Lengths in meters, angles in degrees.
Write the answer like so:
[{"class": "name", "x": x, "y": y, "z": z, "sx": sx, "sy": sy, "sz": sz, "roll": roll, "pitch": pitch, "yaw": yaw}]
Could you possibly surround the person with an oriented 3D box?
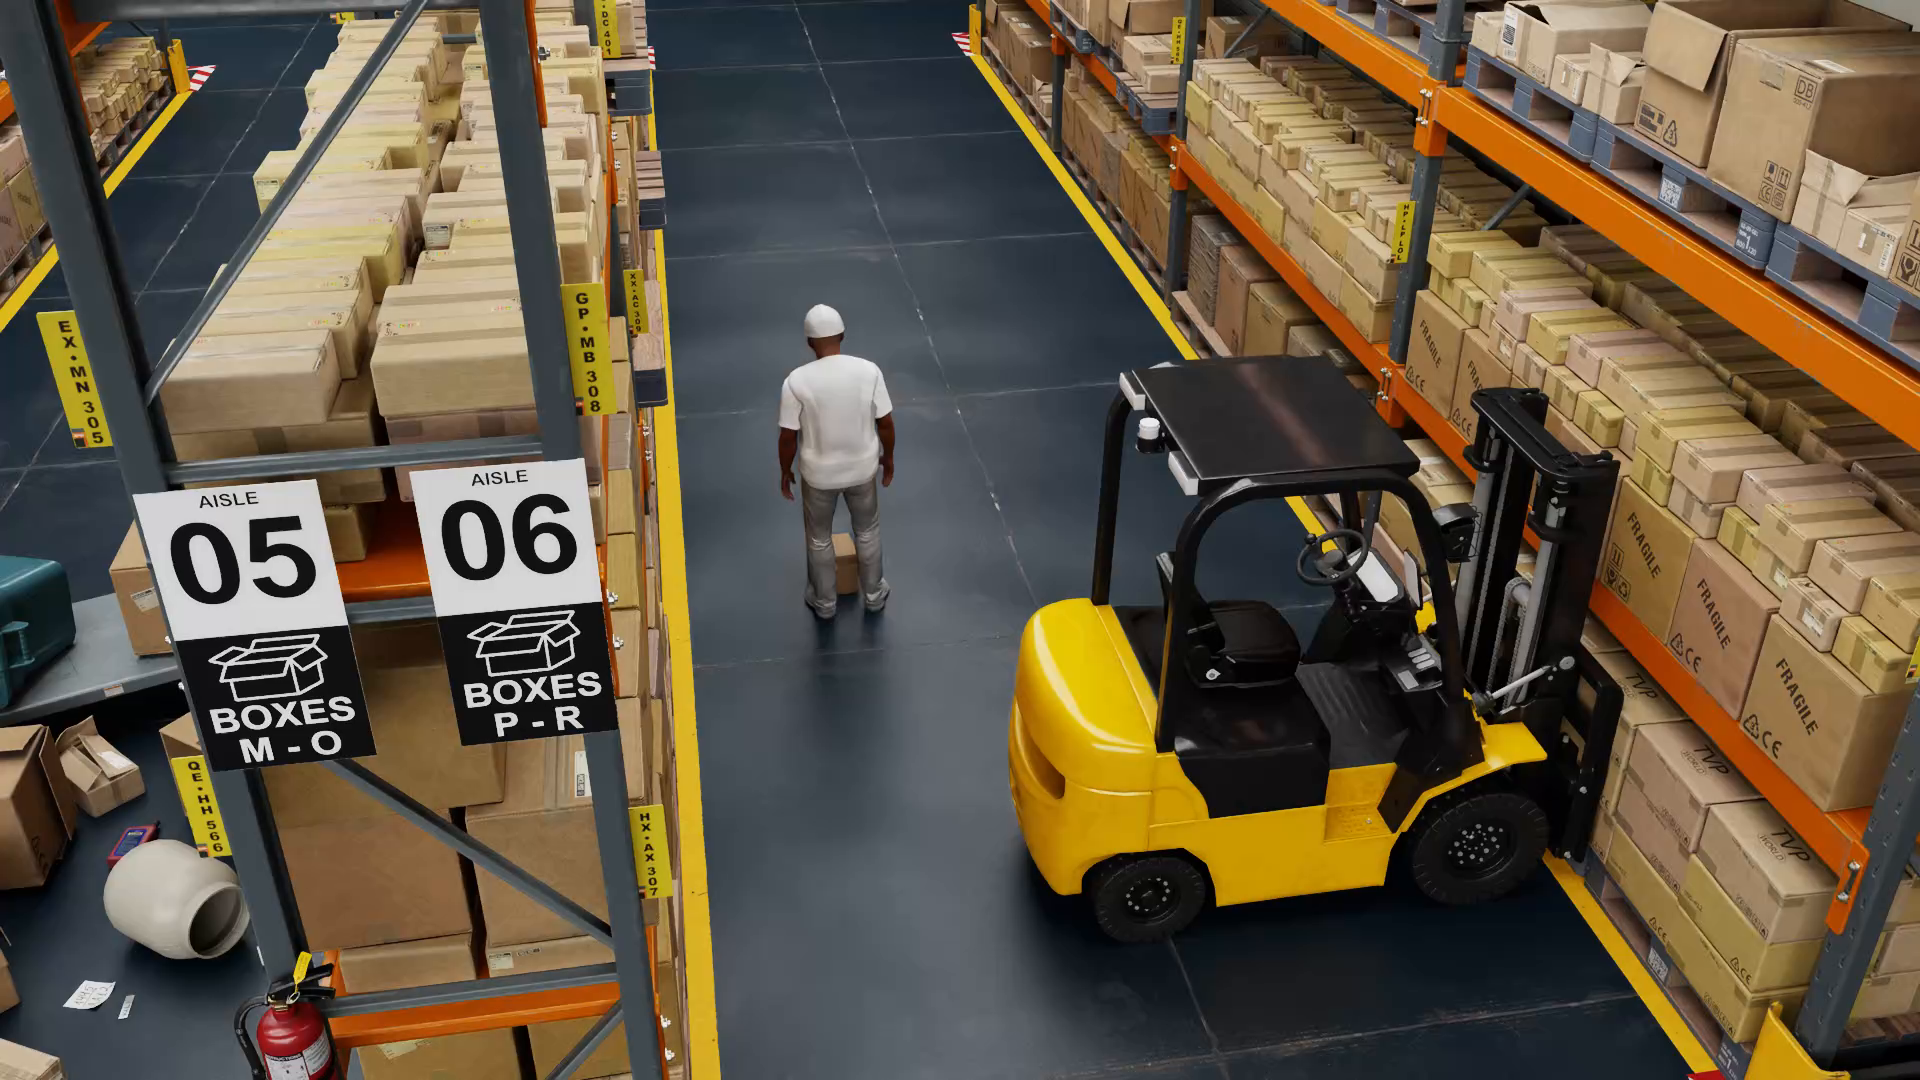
[{"class": "person", "x": -0.643, "y": -0.401, "z": 8.800, "sx": 0.628, "sy": 1.761, "sz": 0.458, "roll": -6, "pitch": 31, "yaw": -10}]
